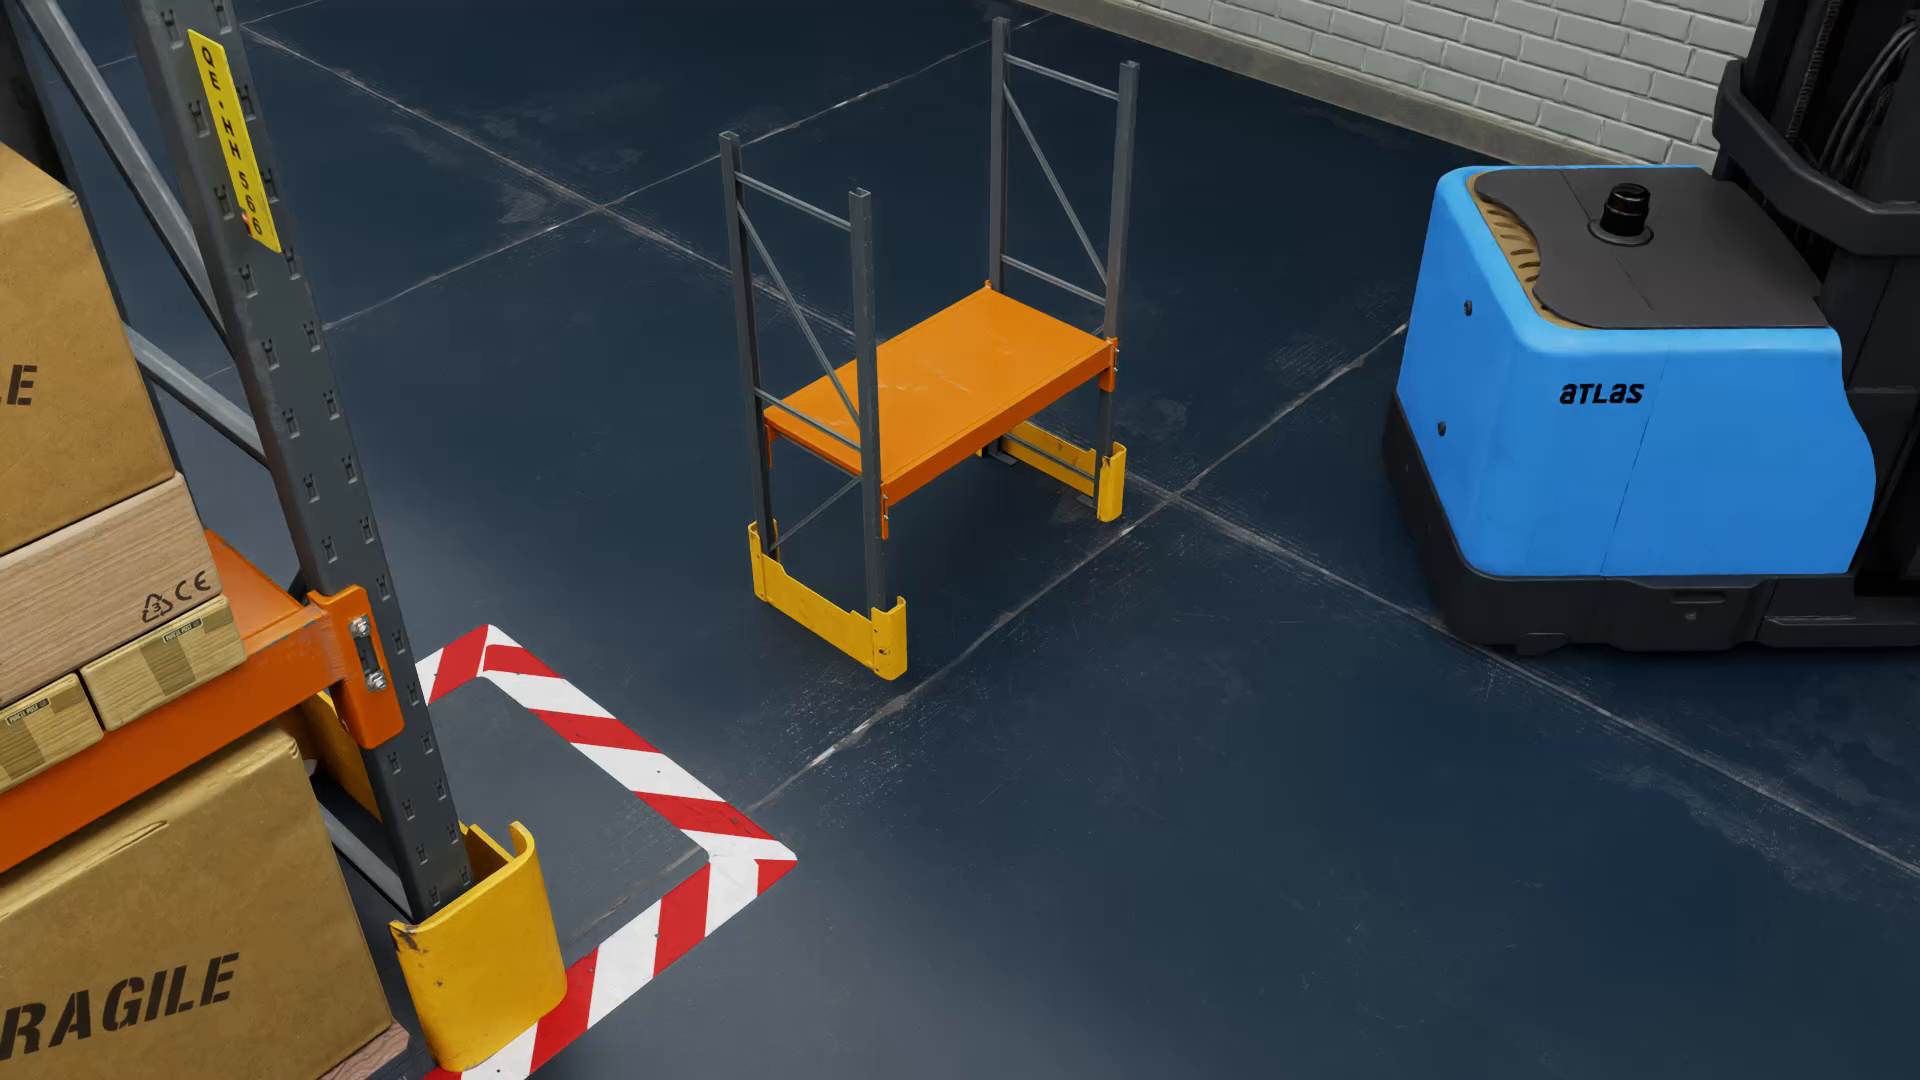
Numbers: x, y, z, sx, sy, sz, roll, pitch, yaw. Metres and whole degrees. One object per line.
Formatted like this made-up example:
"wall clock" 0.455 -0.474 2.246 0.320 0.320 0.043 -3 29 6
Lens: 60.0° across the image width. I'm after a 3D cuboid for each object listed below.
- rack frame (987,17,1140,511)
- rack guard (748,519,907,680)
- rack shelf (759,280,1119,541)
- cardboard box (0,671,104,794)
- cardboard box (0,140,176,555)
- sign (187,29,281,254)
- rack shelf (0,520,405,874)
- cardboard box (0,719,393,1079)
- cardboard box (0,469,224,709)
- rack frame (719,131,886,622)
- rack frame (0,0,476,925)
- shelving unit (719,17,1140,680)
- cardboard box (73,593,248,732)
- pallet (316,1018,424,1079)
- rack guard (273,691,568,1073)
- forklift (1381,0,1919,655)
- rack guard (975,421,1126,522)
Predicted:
"rack frame" 0.285 -0.781 5.028 0.500 1.500 0.032 30 47 32
"rack guard" -0.387 0.166 4.840 0.587 0.250 0.087 30 47 32
"rack shelf" -0.058 -0.407 4.846 0.538 0.185 1.000 30 47 32
"cardboard box" -1.632 0.249 2.729 0.380 0.149 0.250 30 47 32
"cardboard box" -1.595 -0.289 2.482 0.500 0.500 0.500 30 47 32
"sign" -1.070 -0.583 2.453 0.100 0.325 0.005 30 47 32
"rack shelf" -2.810 0.929 2.250 1.077 0.370 4.000 30 47 32
"cardboard box" -1.833 0.723 3.300 0.875 0.875 0.875 30 47 32
"cardboard box" -1.592 0.005 2.716 0.500 0.250 0.500 29 47 31
"rack frame" -0.401 -0.314 4.440 0.500 1.500 0.032 30 47 32
"rack frame" -1.461 -0.272 3.182 1.000 3.000 0.127 30 47 32
"shelving unit" -0.051 -0.552 4.739 0.587 1.500 1.083 30 47 32
"cardboard box" -1.458 0.128 2.880 0.380 0.149 0.250 31 48 33
"pallet" -1.942 1.220 3.546 1.003 0.211 1.213 30 47 32
"rack guard" -1.445 0.696 3.974 1.175 0.500 0.348 30 47 32
"forklift" 2.914 -1.133 4.320 3.031 2.935 1.130 -1 38 -1
"rack guard" 0.285 -0.292 5.416 0.587 0.250 0.087 30 47 32
